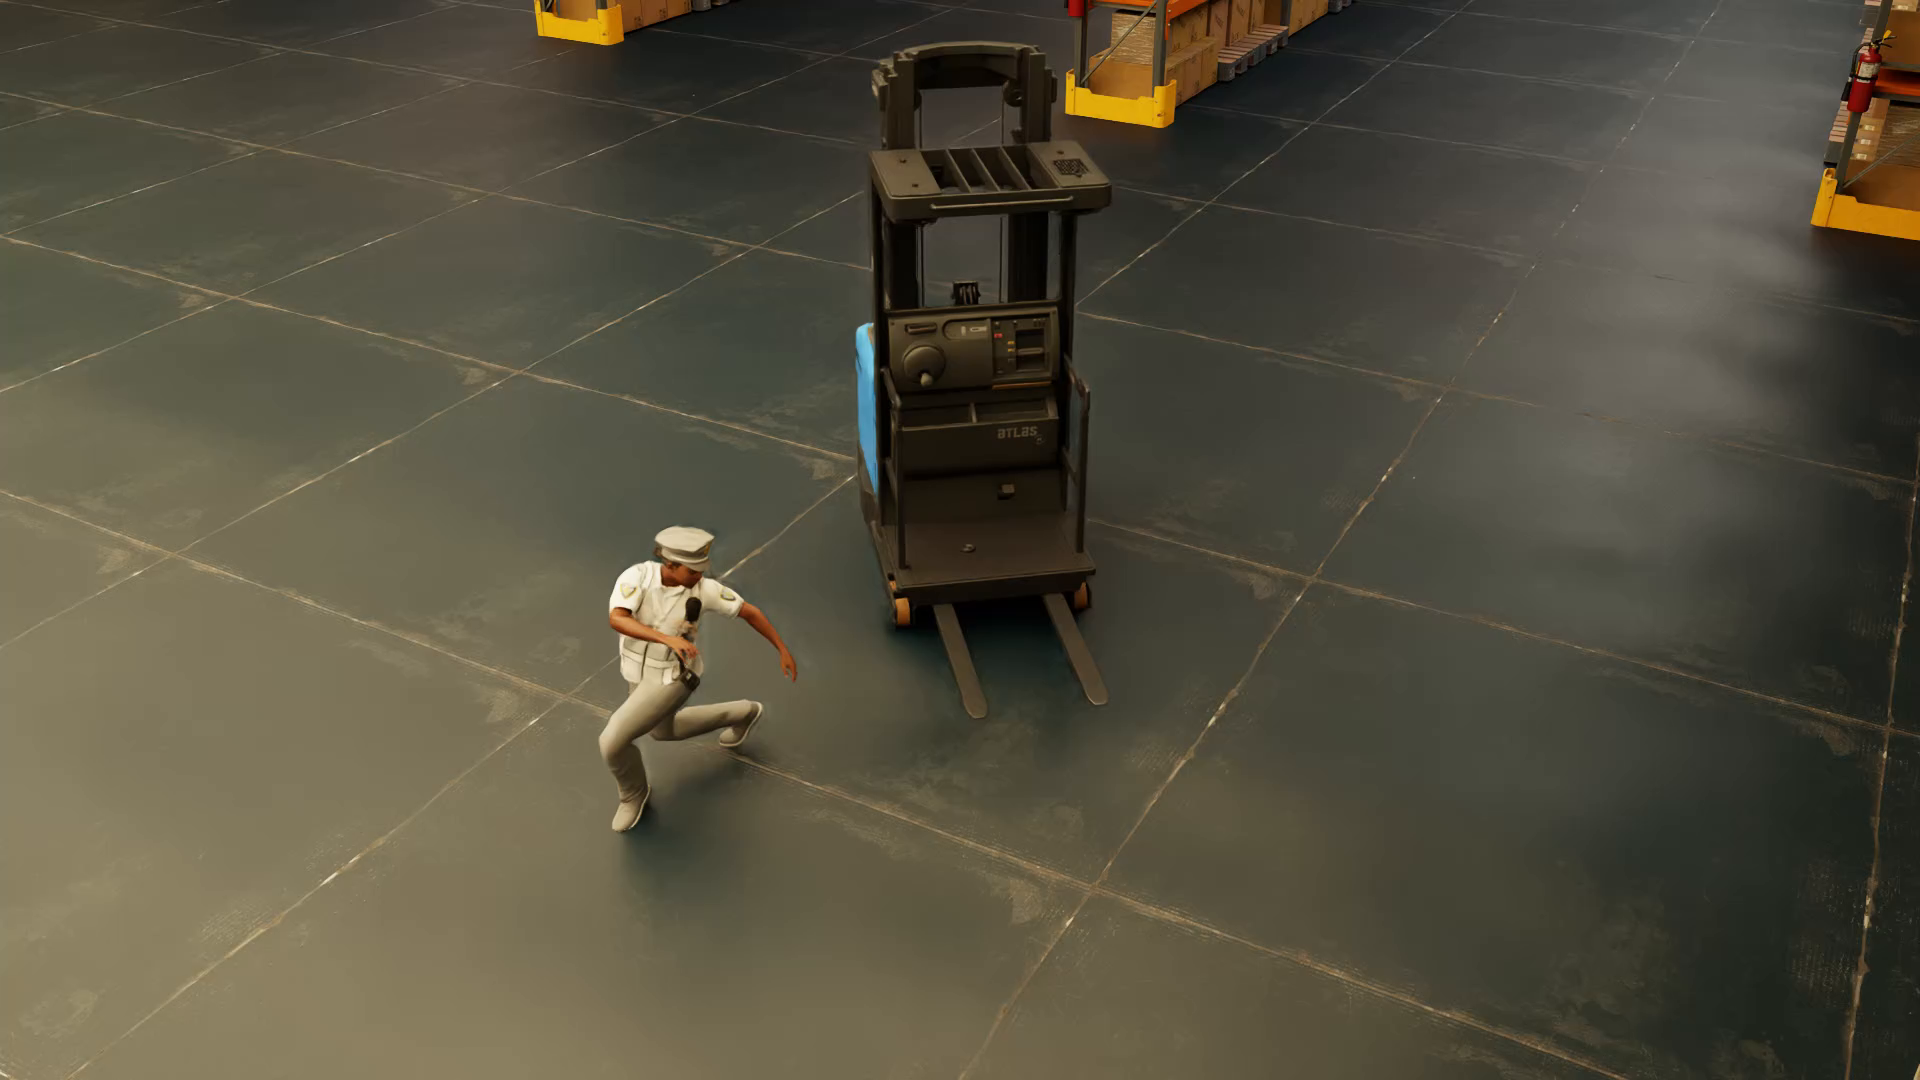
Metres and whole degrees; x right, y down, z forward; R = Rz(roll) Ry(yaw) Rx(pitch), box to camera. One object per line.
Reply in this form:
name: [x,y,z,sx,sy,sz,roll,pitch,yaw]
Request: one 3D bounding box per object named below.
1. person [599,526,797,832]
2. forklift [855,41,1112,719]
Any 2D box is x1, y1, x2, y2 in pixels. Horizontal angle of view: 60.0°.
person: [-1.224,0.600,7.604,0.714,1.430,0.921,17,34,27]
forklift: [0.120,-0.986,8.779,1.130,2.935,3.031,-5,30,-9]
